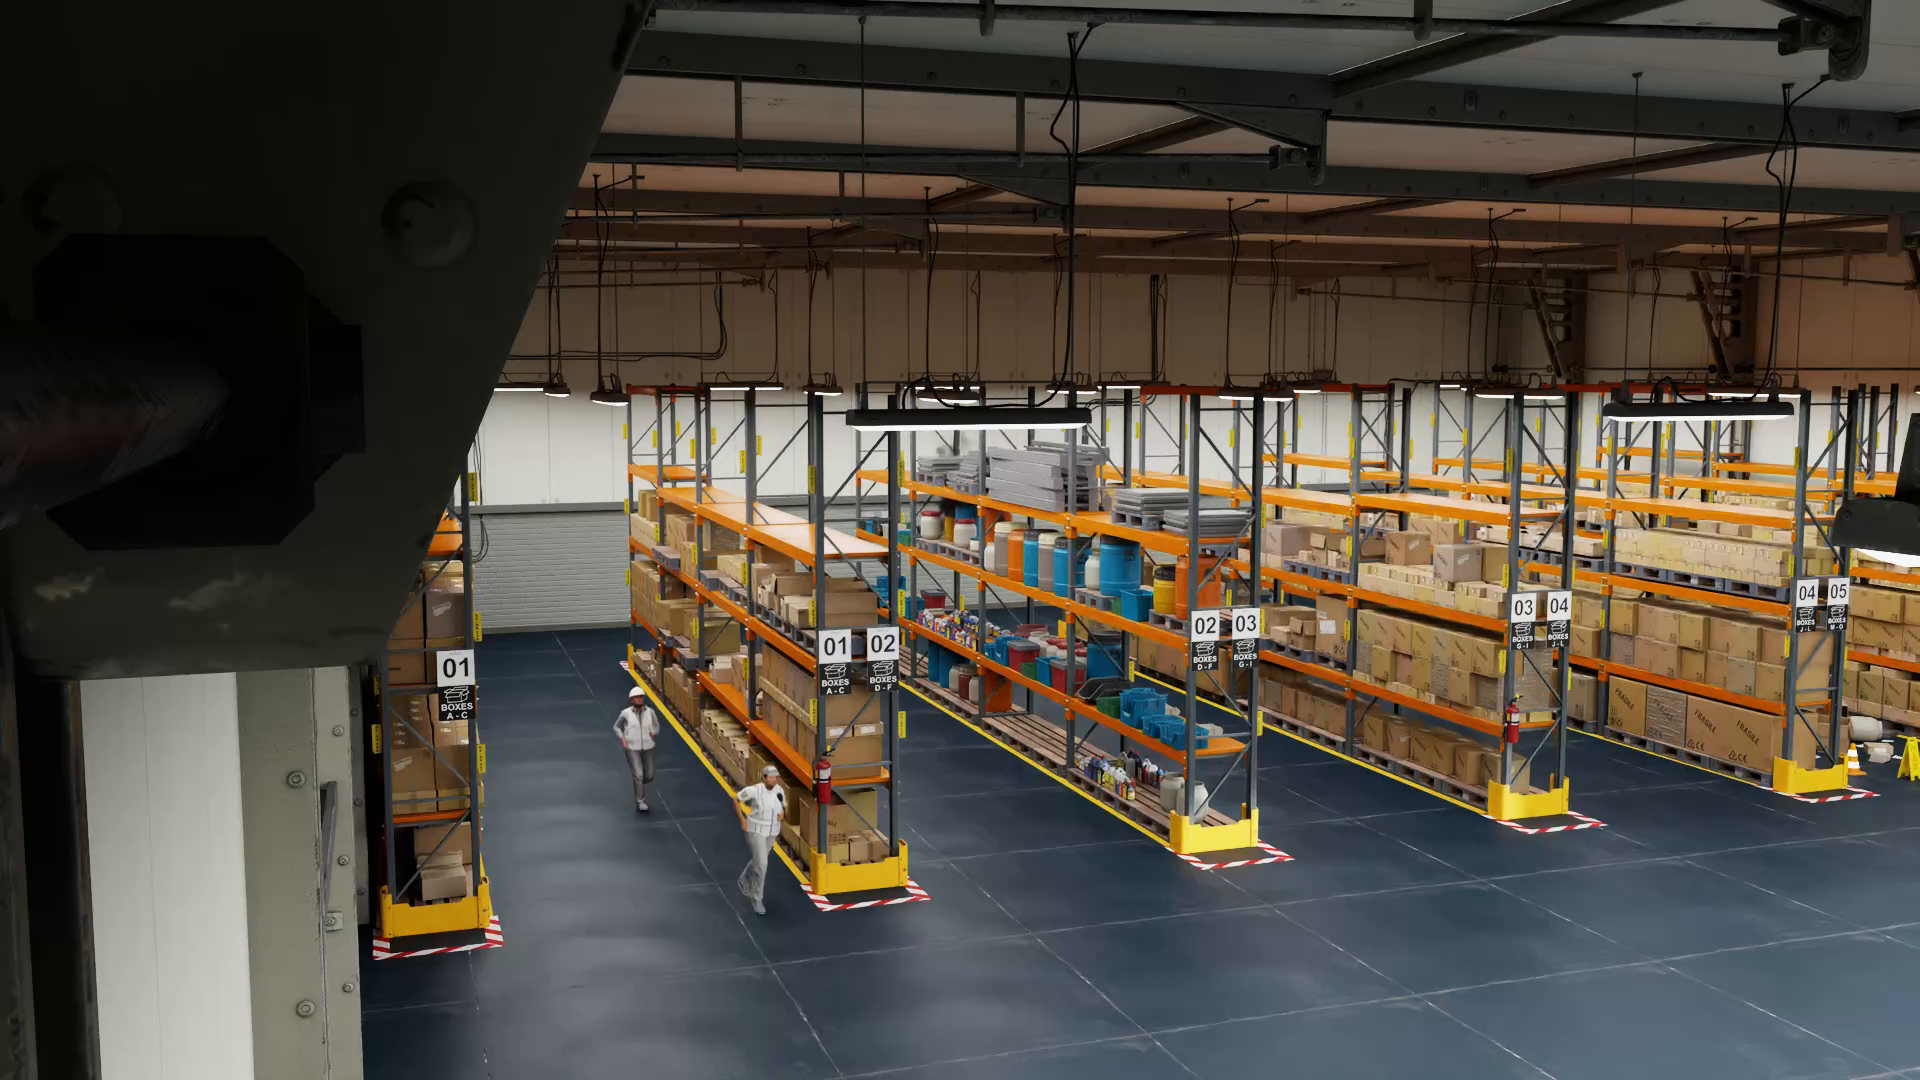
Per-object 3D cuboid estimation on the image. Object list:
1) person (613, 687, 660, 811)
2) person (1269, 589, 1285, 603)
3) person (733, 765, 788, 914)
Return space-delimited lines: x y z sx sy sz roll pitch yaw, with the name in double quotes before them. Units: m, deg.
"person" -4.649 2.990 24.019 0.668 1.739 0.803 -3 7 -27
"person" 7.906 1.215 41.495 0.644 1.692 0.932 1 6 9
"person" -2.353 3.499 19.729 0.630 1.688 0.812 -5 8 -41
